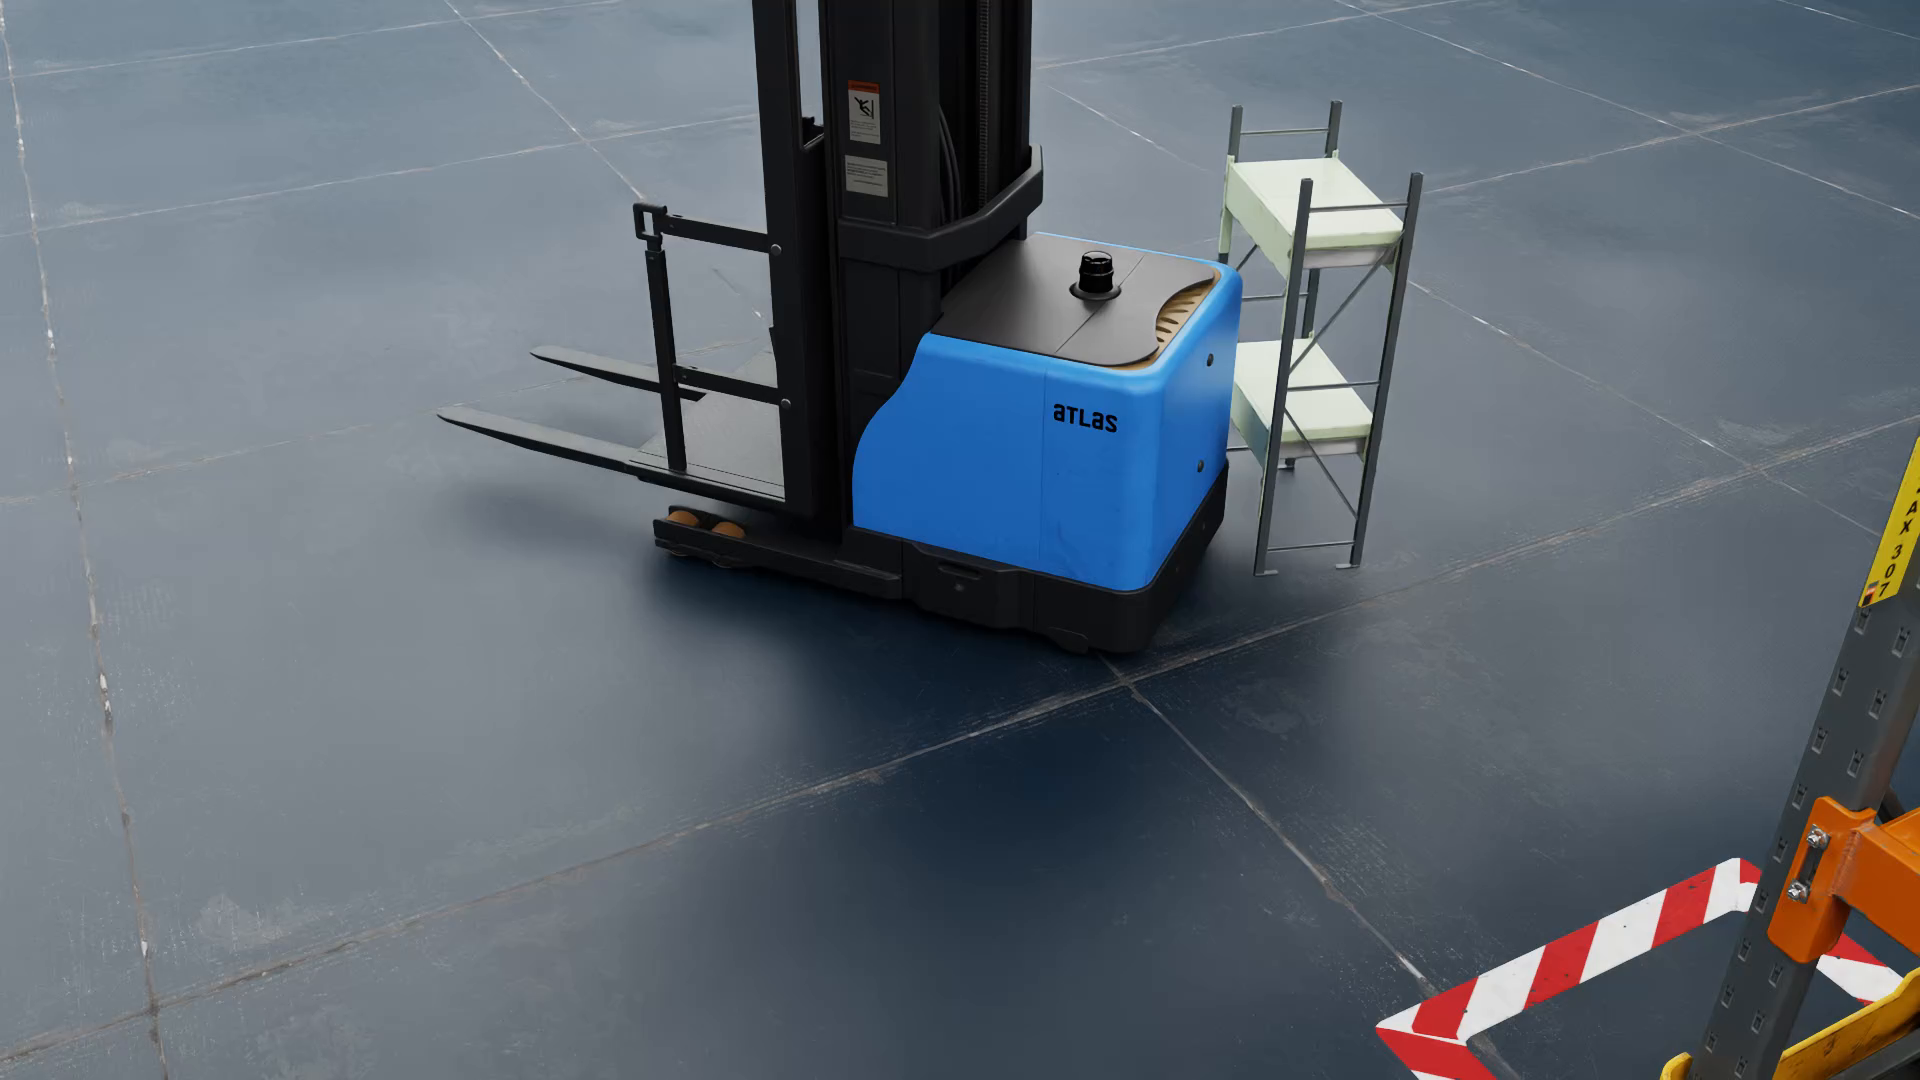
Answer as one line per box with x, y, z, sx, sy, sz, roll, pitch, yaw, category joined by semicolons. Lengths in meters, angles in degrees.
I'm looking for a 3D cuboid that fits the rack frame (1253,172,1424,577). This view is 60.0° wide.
1.271;-0.520;5.669;0.400;1.500;0.023;-5;33;-8;rack frame

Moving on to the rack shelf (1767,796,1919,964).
2.966;1.449;1.874;1.077;0.370;4.000;-16;36;-23;rack shelf

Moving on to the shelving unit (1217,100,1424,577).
1.212;-0.715;5.973;0.431;1.500;0.755;-5;33;-8;shelving unit

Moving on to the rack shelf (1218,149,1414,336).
1.214;-1.044;5.762;0.431;0.370;0.720;-5;33;-8;rack shelf

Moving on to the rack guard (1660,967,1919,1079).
2.069;1.281;3.787;1.175;0.500;0.348;-16;36;-23;rack guard

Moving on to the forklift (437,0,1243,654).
-0.570;-1.374;5.677;3.031;2.935;1.130;14;35;20;forklift

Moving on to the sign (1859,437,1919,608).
1.553;-0.036;2.723;0.100;0.325;0.005;-16;36;-23;sign

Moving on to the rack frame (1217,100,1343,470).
1.153;-0.910;6.277;0.400;1.500;0.023;-5;33;-8;rack frame

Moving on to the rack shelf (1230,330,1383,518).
1.210;-0.440;6.148;0.431;0.370;0.720;-5;33;-8;rack shelf
